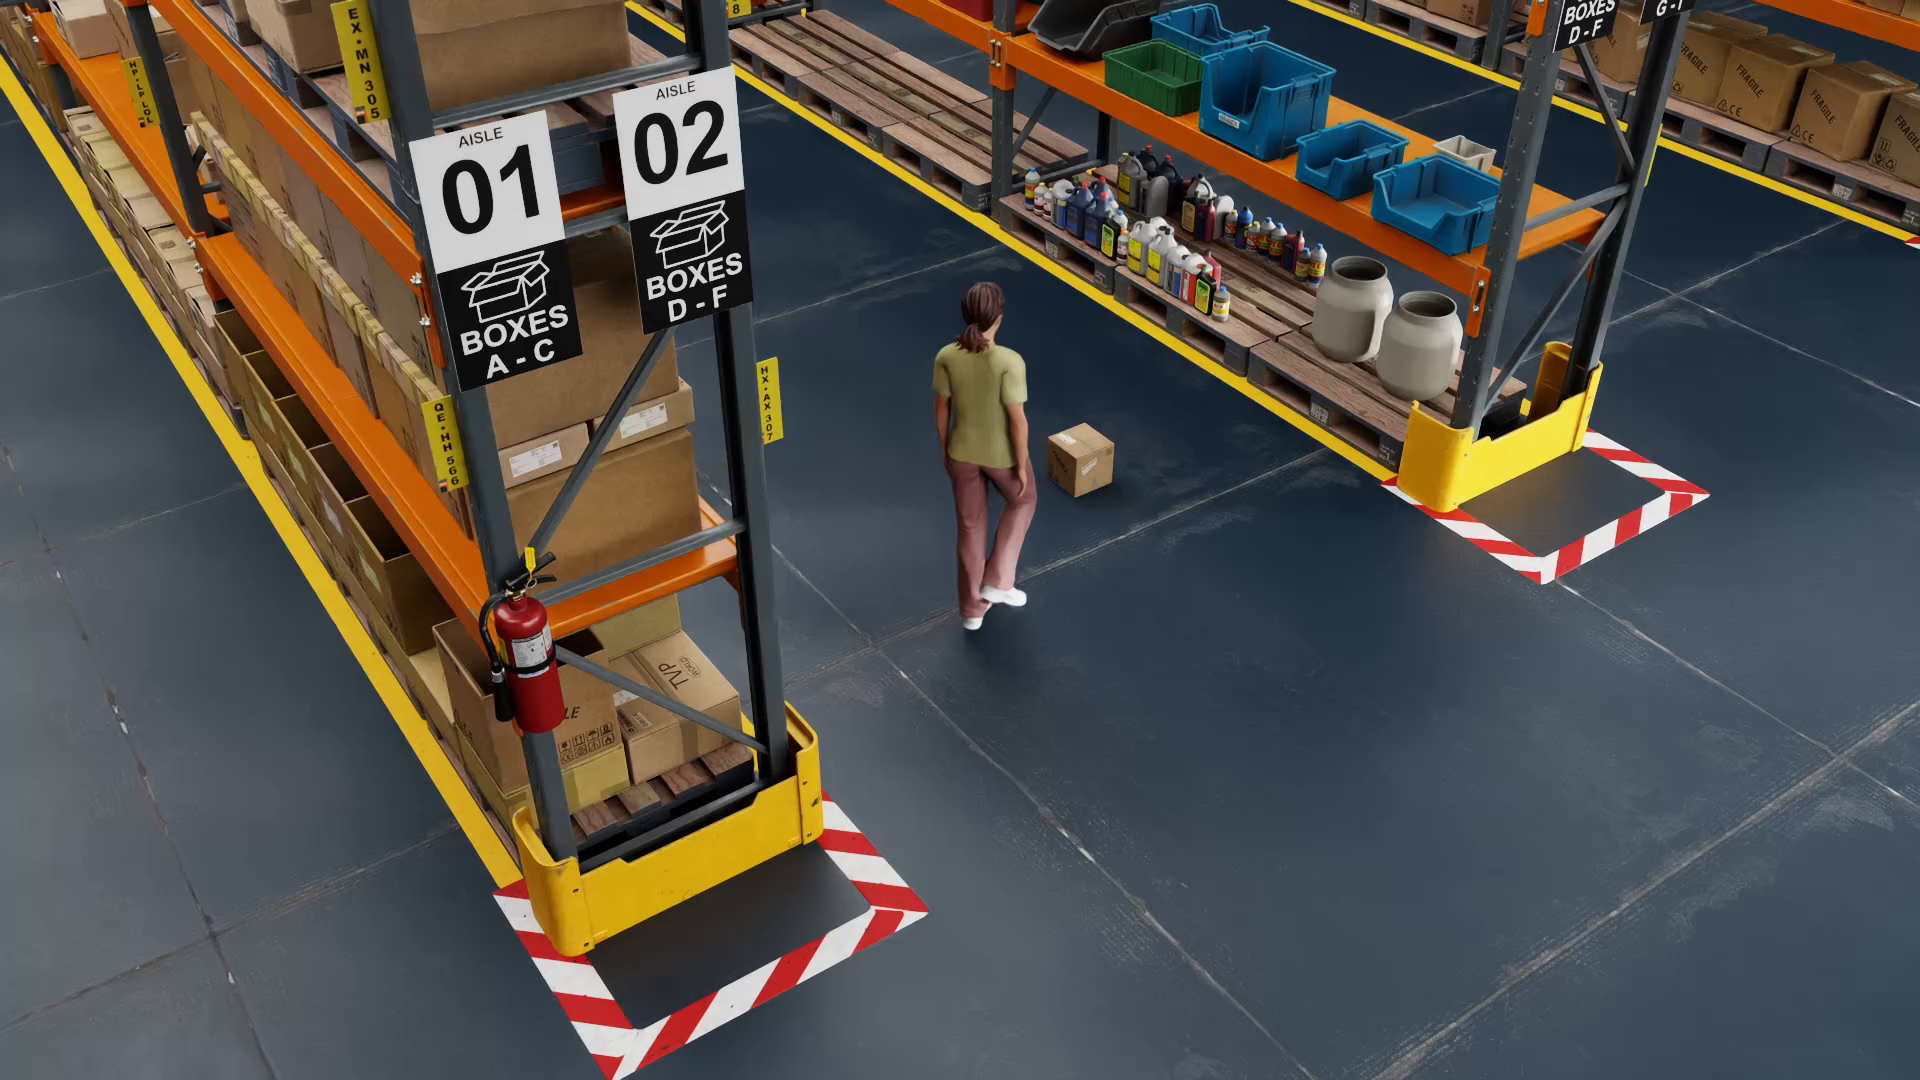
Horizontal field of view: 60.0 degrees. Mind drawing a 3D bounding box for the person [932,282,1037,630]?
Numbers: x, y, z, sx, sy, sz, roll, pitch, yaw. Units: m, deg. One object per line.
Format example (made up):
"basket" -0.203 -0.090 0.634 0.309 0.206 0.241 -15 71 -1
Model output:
"person" 0.098 -0.370 7.475 0.468 1.661 0.469 9 38 12
